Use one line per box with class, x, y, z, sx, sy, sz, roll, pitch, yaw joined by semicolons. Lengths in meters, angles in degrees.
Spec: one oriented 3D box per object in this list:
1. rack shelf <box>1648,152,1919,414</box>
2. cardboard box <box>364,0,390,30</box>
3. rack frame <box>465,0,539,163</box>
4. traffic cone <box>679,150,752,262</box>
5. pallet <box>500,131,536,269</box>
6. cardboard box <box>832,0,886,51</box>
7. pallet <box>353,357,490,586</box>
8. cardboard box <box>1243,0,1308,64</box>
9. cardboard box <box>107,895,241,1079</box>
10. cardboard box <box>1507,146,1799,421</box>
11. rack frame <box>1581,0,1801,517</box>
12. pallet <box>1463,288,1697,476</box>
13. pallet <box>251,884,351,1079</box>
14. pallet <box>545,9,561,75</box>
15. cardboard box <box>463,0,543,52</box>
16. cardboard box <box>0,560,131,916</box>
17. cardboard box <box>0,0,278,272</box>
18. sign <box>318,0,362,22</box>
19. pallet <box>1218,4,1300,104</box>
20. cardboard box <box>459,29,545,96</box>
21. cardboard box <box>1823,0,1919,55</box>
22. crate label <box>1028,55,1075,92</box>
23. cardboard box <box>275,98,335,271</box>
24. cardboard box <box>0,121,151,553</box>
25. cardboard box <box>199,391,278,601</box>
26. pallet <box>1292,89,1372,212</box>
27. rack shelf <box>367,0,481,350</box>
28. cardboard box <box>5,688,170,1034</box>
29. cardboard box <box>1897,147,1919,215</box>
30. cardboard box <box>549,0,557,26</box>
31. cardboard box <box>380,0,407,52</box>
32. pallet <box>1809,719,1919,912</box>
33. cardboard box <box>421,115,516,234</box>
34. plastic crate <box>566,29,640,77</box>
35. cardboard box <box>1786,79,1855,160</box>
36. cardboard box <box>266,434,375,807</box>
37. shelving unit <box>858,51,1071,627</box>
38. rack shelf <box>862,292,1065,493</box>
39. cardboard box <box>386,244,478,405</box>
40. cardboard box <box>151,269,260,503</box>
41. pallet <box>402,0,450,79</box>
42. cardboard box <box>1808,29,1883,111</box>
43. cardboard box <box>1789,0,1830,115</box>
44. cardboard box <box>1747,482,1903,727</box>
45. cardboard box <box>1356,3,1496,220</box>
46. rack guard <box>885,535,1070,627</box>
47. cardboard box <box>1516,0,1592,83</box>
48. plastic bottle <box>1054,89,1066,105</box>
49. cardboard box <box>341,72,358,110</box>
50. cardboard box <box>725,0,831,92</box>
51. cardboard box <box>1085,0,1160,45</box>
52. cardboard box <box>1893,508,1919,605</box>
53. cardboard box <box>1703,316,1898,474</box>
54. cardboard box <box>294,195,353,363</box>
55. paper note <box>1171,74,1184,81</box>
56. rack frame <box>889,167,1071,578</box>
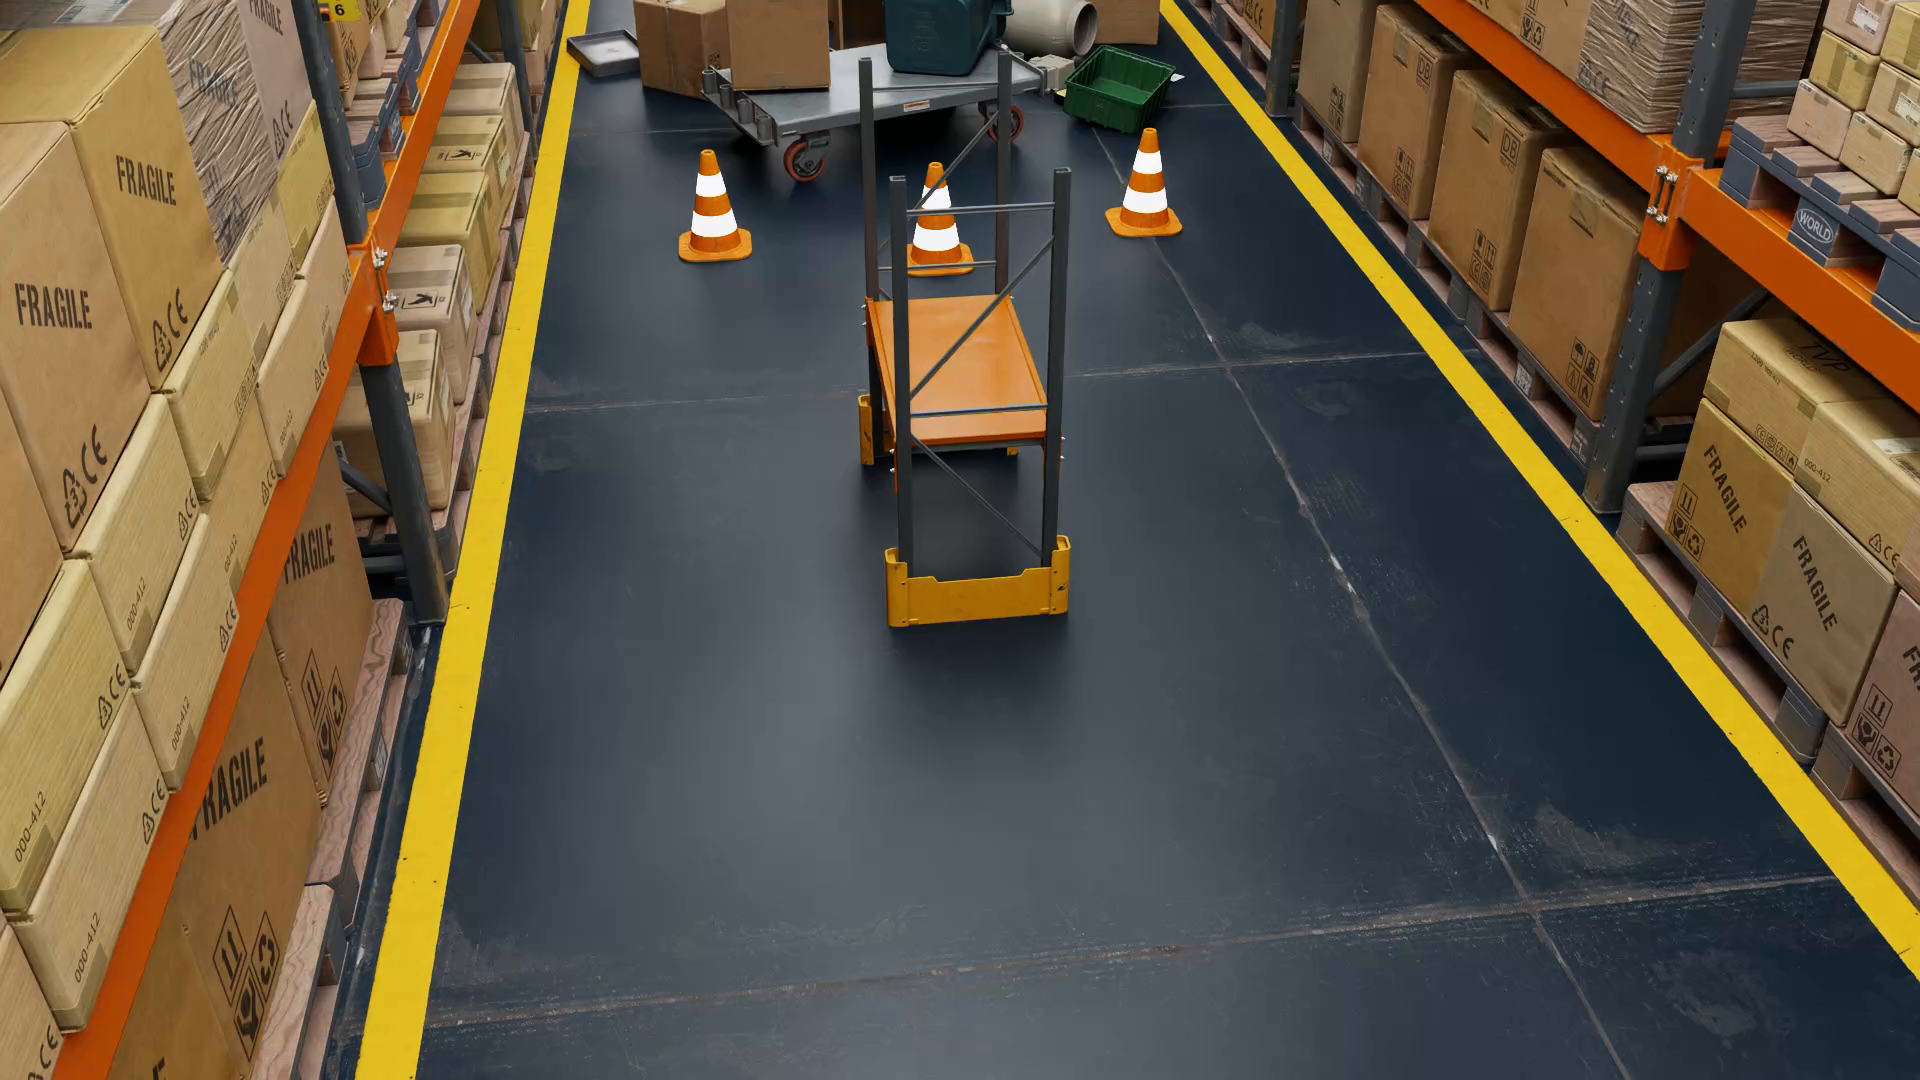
rack shelf;3.003;0.019;3.697;1.077;0.370;4.000;-4;35;-6
cardboard box;-2.066;-1.860;5.089;0.500;0.500;0.500;-3;34;-4
rack frame;-2.696;-3.195;7.775;1.000;3.000;0.127;-4;35;-6
traffic cone;-1.141;-1.561;7.629;0.336;0.463;0.334;-4;35;-6
pallet;-2.589;-1.608;7.923;1.003;0.211;1.213;-4;35;-6
cardboard box;-0.355;-3.142;9.793;0.797;0.637;0.503;-4;35;-6
pallet;-2.261;-0.247;5.925;1.003;0.211;1.213;-4;35;-6
cardboard box;2.181;-3.278;9.411;0.875;0.875;0.875;-4;34;-6
cardboard box;-1.911;1.130;2.942;0.875;0.875;0.875;-3;34;-5
cardboard box;2.741;-0.985;6.156;1.050;0.750;0.750;-5;35;-7
rack frame;2.734;-1.394;5.132;1.000;3.000;0.127;-4;35;-6
pallet;2.703;-0.688;6.572;1.003;0.211;1.213;-4;35;-6
pallet;-1.965;1.314;3.634;1.003;0.211;1.213;-4;35;-6
pallet;-2.988;-3.097;10.107;1.003;0.211;1.213;-4;35;-6
cardboard box;-2.507;-2.892;8.733;0.500;0.500;0.500;-3;34;-4
cardboard box;-1.539;0.285;2.357;0.500;0.250;0.500;-4;34;-6
cardboard box;-1.752;-0.863;3.376;0.500;0.500;0.500;-4;34;-6
sign;-1.608;-1.485;4.238;0.100;0.325;0.005;-4;35;-6
pallet;2.171;-2.904;9.824;1.003;0.211;1.213;-4;35;-6
cardboard box;-2.507;-2.582;8.944;0.500;0.250;0.500;-6;35;-9
cardboard box;2.605;-1.435;4.514;0.380;0.149;0.250;-4;35;-6
crate label;0.518;-2.695;9.583;0.250;0.136;0.298;27;43;34
cardboard box;-1.841;-0.857;4.032;0.500;0.250;0.500;-4;35;-7
cardboard box;-1.631;-0.302;2.554;0.500;0.500;0.500;-5;35;-7
cardboard box;-1.696;-0.072;3.326;0.500;0.250;0.500;-5;35;-7
pallet;2.374;-2.049;8.570;1.003;0.211;1.213;-4;35;-6
rack shelf;-2.427;-1.782;6.340;1.077;0.370;4.000;-4;35;-6
cardboard box;-1.541;0.490;2.501;0.500;0.250;0.500;-5;35;-7
cardboard box;2.667;-0.899;4.255;0.380;0.149;0.250;-3;34;-4
cardboard box;-2.664;-3.175;9.814;0.500;0.250;0.500;-5;35;-7
cardboard box;-2.029;-1.700;5.431;0.380;0.149;0.250;-4;34;-6
pallet;2.998;0.874;4.281;1.003;0.211;1.213;-4;35;-6
cardboard box;-2.522;-1.589;7.379;0.950;0.372;0.625;-2;34;-3
plastic crate;-2.094;-2.927;9.974;0.402;0.080;0.583;-16;38;-23
cardboard box;2.594;-1.199;4.696;0.380;0.149;0.250;-5;35;-7
cardboard box;-2.147;0.133;4.405;0.875;0.875;0.875;-5;35;-7
shelving unit;-0.010;-0.662;5.390;0.587;1.500;1.083;-4;35;-6
rack shelf;-0.011;-0.519;5.499;0.538;0.185;1.000;-4;35;-6
cardboard box;-2.331;-0.778;6.188;0.950;0.372;0.625;-5;35;-7
cardboard box;-1.679;-0.287;3.196;0.500;0.250;0.500;-5;35;-8
pallet;-2.464;-1.985;6.170;1.003;0.211;1.213;-4;35;-6
cardboard box;2.600;-1.302;4.583;0.380;0.149;0.250;-3;34;-4
cardboard box;2.941;-1.707;5.502;0.500;0.500;0.500;-4;34;-6
cardboard box;2.647;0.160;4.699;0.500;0.500;0.500;-4;34;-6
cardboard box;2.495;-1.992;7.634;1.050;0.750;0.750;-4;35;-6
rack guard;0.057;0.132;5.334;0.587;0.250;0.087;-4;35;-6
cardboard box;2.342;-1.945;5.852;0.500;0.500;0.500;-4;35;-6
plastic bottle;0.663;-2.452;9.294;0.133;0.061;0.283;-24;41;-30
cardboard box;-2.022;-1.388;4.974;0.380;0.149;0.250;-6;35;-9
cardboard box;-0.936;-2.627;8.488;0.500;0.500;0.500;-4;35;-6
cardboard box;0.970;-3.383;10.268;0.500;0.500;0.500;1;34;2
cardboard box;2.709;0.119;4.093;0.500;0.250;0.500;-4;34;-6
cardboard box;2.587;-0.442;4.915;0.500;0.250;0.500;-6;35;-9
cardboard box;-1.832;-0.638;4.156;0.500;0.250;0.500;-6;35;-8
paper note;1.208;-2.706;9.694;0.142;0.020;0.147;27;43;34
rack frame;0.057;-0.384;4.981;0.500;1.500;0.032;-4;35;-6
